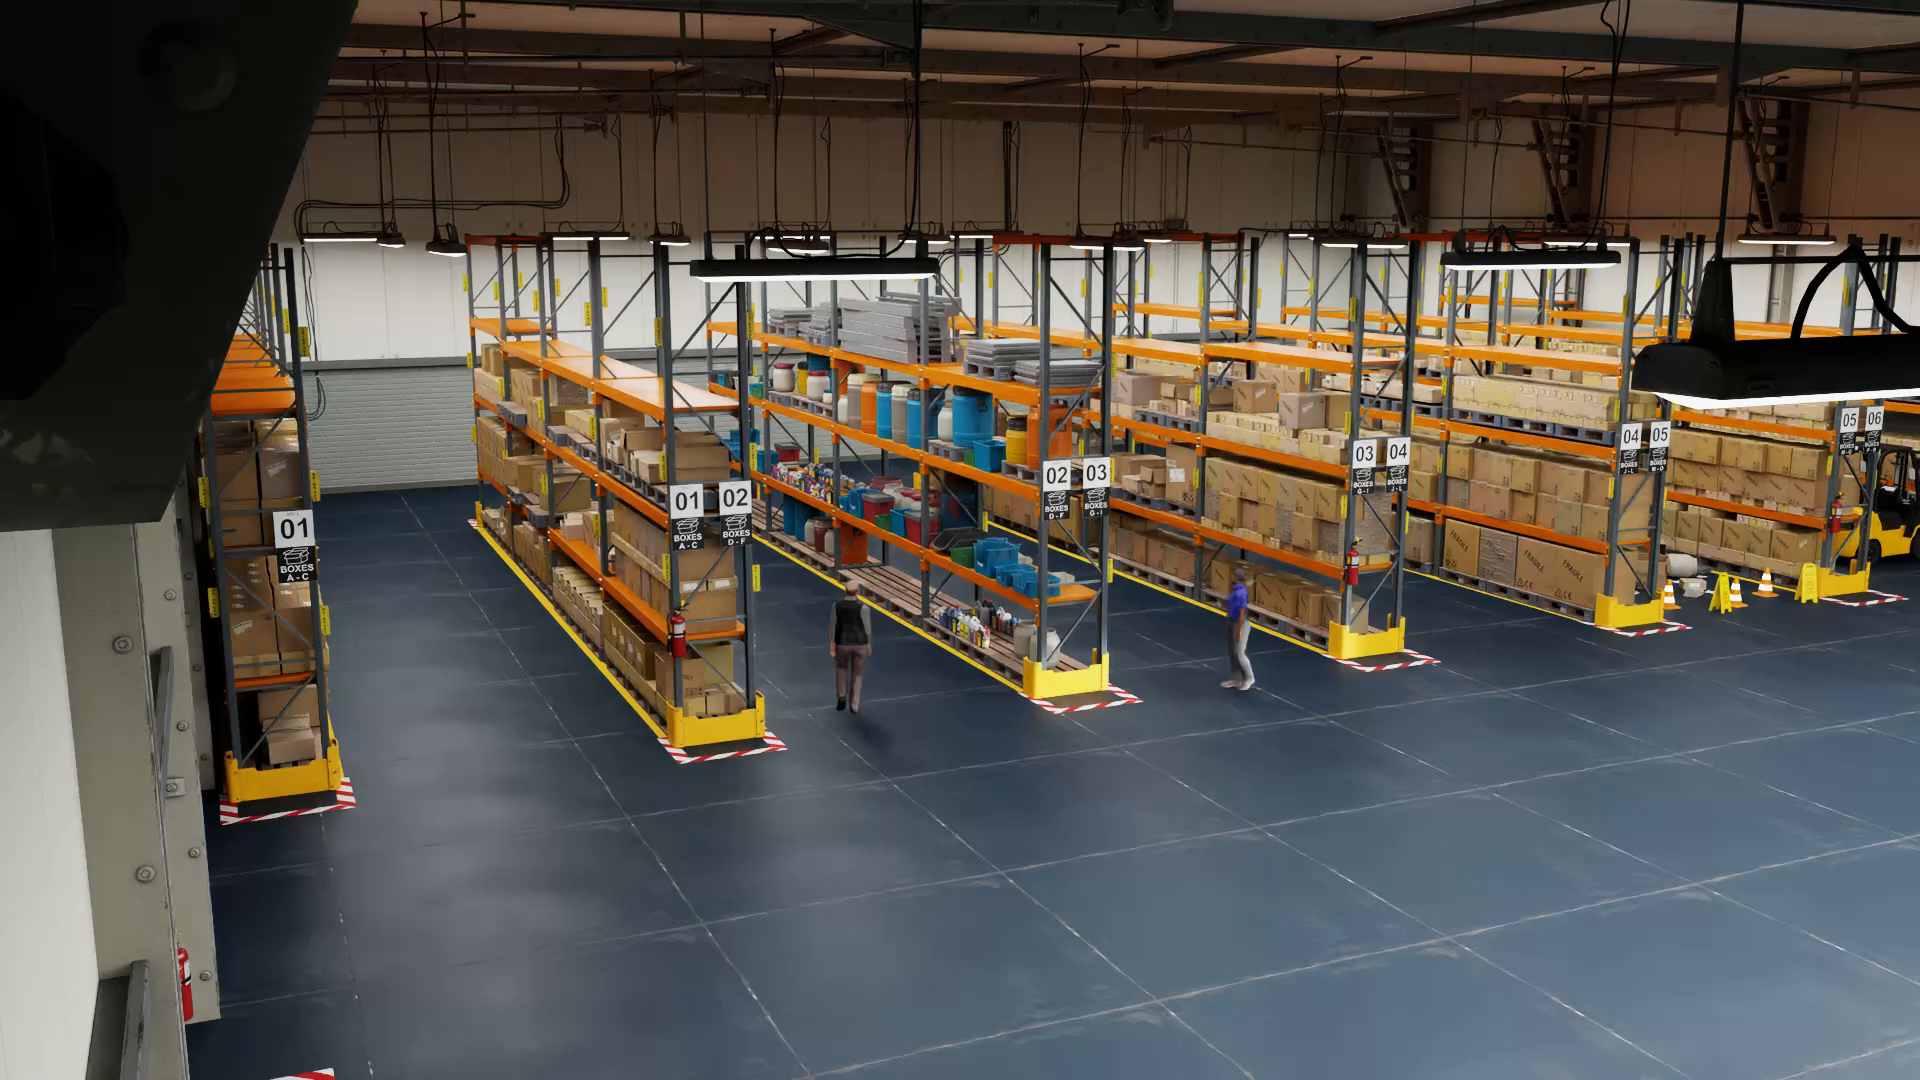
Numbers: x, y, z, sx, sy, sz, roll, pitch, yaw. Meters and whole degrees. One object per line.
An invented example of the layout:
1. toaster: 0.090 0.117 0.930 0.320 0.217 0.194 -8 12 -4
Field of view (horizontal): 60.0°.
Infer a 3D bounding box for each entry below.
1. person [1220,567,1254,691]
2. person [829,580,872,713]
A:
1. person: 3.789 1.200 22.554 0.398 1.674 0.452 -5 12 -23
2. person: -1.409 1.378 21.503 0.559 1.753 0.460 1 11 4
